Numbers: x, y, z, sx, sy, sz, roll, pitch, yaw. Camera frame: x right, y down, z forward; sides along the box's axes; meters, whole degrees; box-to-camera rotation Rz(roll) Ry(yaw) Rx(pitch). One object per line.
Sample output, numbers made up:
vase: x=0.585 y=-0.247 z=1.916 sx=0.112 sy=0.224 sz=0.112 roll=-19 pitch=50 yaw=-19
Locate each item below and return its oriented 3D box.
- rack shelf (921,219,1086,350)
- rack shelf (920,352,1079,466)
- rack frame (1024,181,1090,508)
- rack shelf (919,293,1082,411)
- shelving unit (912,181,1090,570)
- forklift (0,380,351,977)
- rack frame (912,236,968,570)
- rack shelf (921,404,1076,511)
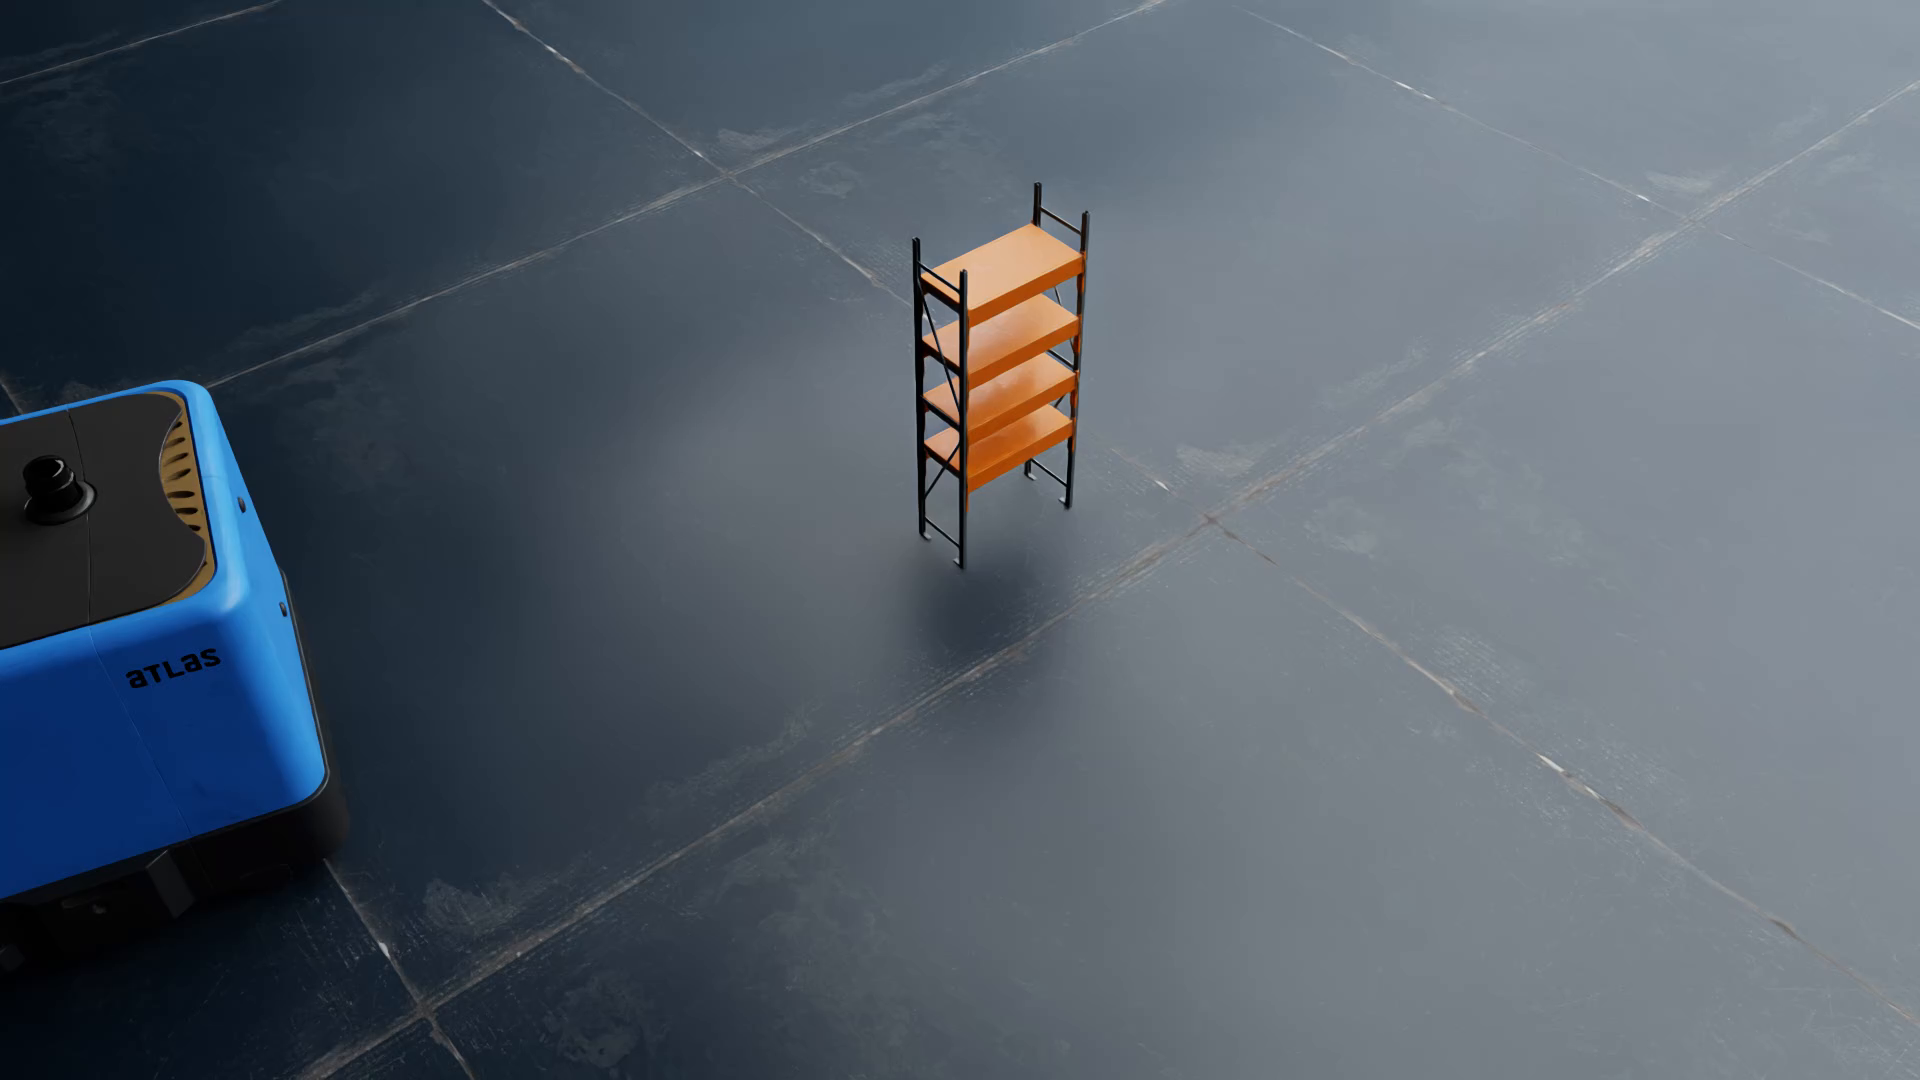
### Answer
rack shelf: x=0.127 y=-0.796 z=5.148 sx=0.480 sy=0.148 sz=0.258 roll=-30 pitch=51 yaw=-28
rack shelf: x=0.127 y=-0.461 z=5.463 sx=0.480 sy=0.148 sz=0.258 roll=-30 pitch=51 yaw=-28
rack frame: x=0.314 y=-0.617 z=5.531 sx=0.015 sy=1.200 sz=0.240 roll=-30 pitch=51 yaw=-28
rack shelf: x=0.127 y=-0.624 z=5.310 sx=0.480 sy=0.148 sz=0.258 roll=-30 pitch=51 yaw=-28
shelving unit: x=0.127 y=-0.510 z=5.417 sx=0.503 sy=1.200 sz=0.258 roll=-30 pitch=51 yaw=-28
forklift: x=-3.305 y=-0.040 z=3.652 sx=3.031 sy=2.935 sz=1.130 roll=-17 pitch=46 yaw=-18
rack frame: x=-0.060 y=-0.403 z=5.303 sx=0.015 sy=1.200 sz=0.240 roll=-30 pitch=51 yaw=-28
rack shelf: x=0.127 y=-0.316 z=5.599 sx=0.480 sy=0.148 sz=0.258 roll=-30 pitch=51 yaw=-28
